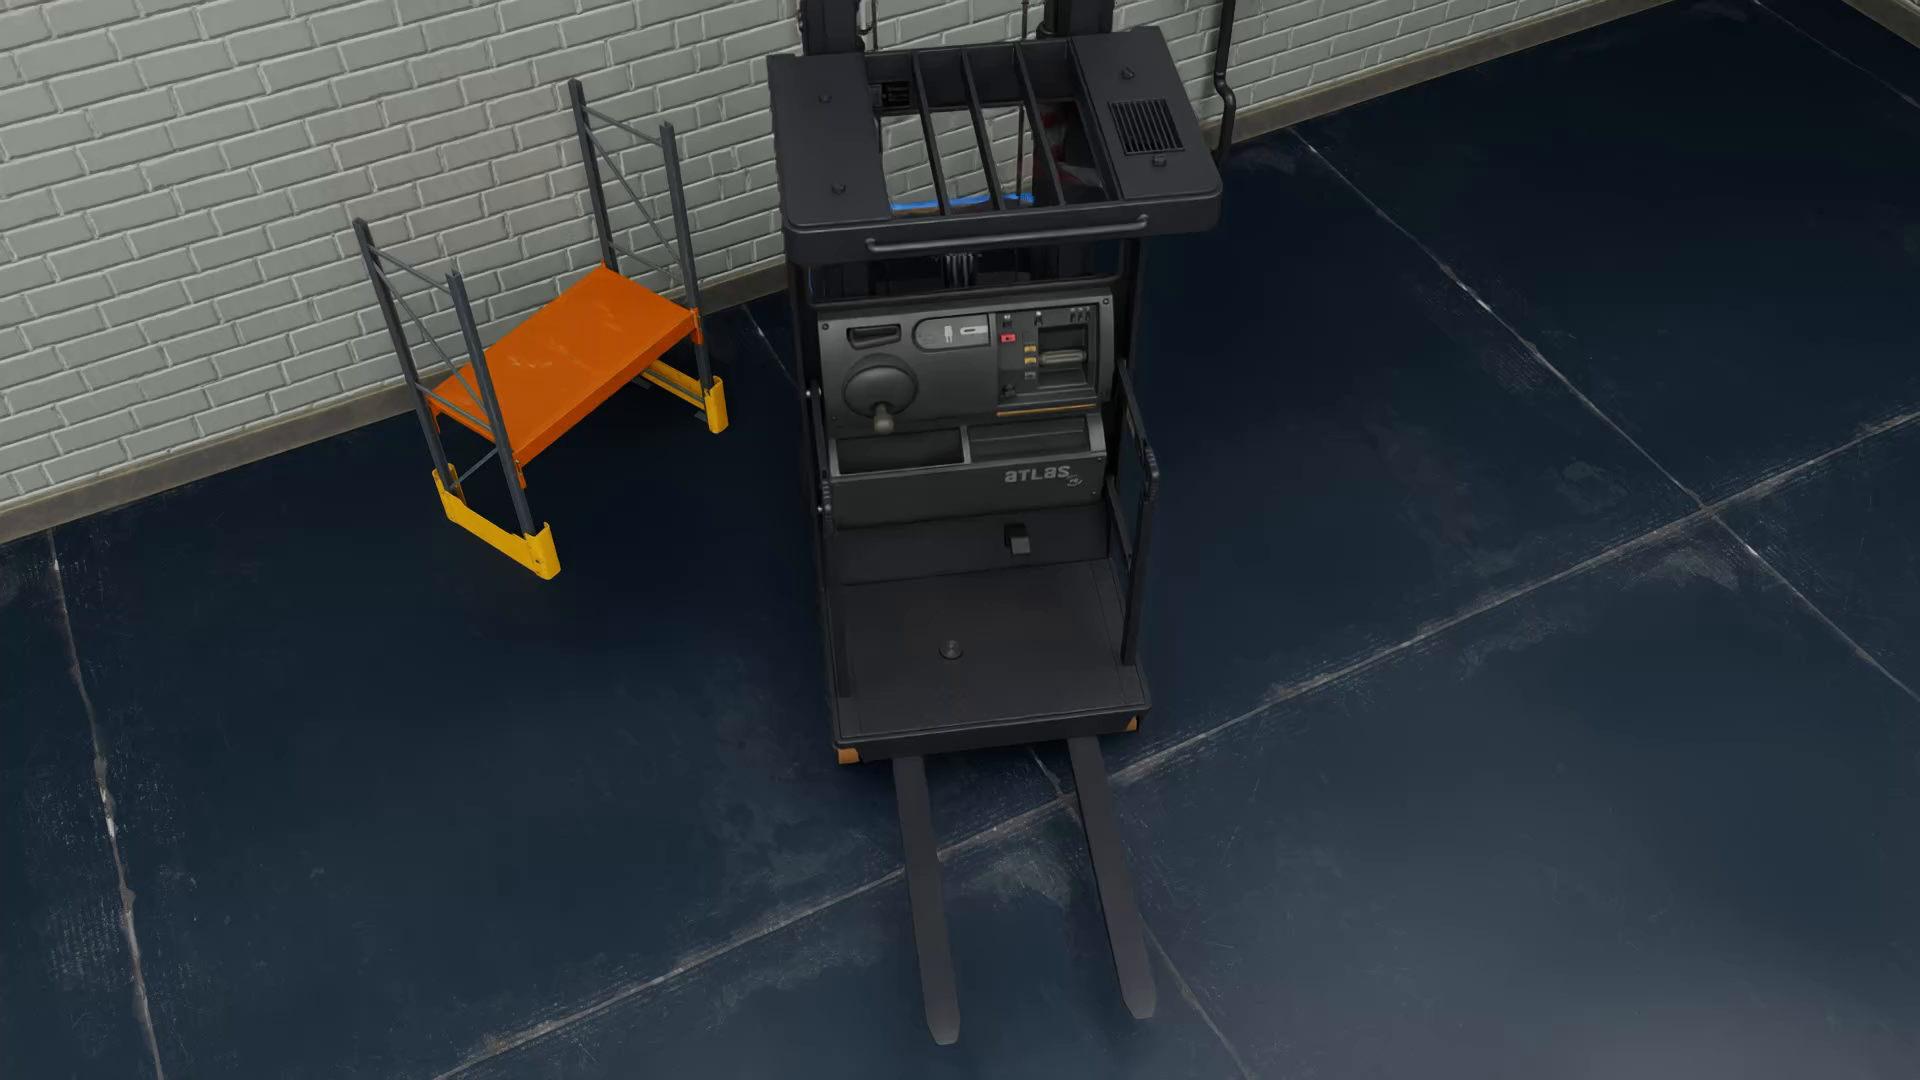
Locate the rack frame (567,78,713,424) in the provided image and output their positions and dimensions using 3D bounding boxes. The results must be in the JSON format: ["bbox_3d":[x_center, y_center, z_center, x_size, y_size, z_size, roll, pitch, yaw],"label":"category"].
[{"bbox_3d":[-1.237,-1.094,6.603,0.500,1.500,0.032,29,55,23],"label":"rack frame"}]

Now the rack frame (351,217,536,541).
[{"bbox_3d":[-1.834,-0.475,6.062,0.500,1.500,0.032,29,55,23],"label":"rack frame"}]

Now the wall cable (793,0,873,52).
[{"bbox_3d":[-0.602,-2.538,6.174,0.585,1.953,0.123,-21,52,-18],"label":"wall cable"}]

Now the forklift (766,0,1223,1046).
[{"bbox_3d":[0.056,-0.457,5.095,1.130,2.935,3.031,-6,49,-5],"label":"forklift"}]

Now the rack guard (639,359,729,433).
[{"bbox_3d":[-1.237,-0.682,7.073,0.587,0.250,0.087,29,55,23],"label":"rack guard"}]

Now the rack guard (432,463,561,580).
[{"bbox_3d":[-1.823,-0.075,6.542,0.587,0.250,0.087,29,55,23],"label":"rack guard"}]

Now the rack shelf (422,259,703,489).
[{"bbox_3d":[-1.535,-0.666,6.468,0.538,0.185,1.000,29,55,23],"label":"rack shelf"}]

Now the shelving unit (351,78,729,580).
[{"bbox_3d":[-1.530,-0.790,6.337,0.587,1.500,1.083,29,55,23],"label":"shelving unit"}]

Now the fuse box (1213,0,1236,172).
[{"bbox_3d":[1.333,-2.395,7.601,0.539,1.711,0.414,-21,52,-18],"label":"fuse box"}]
